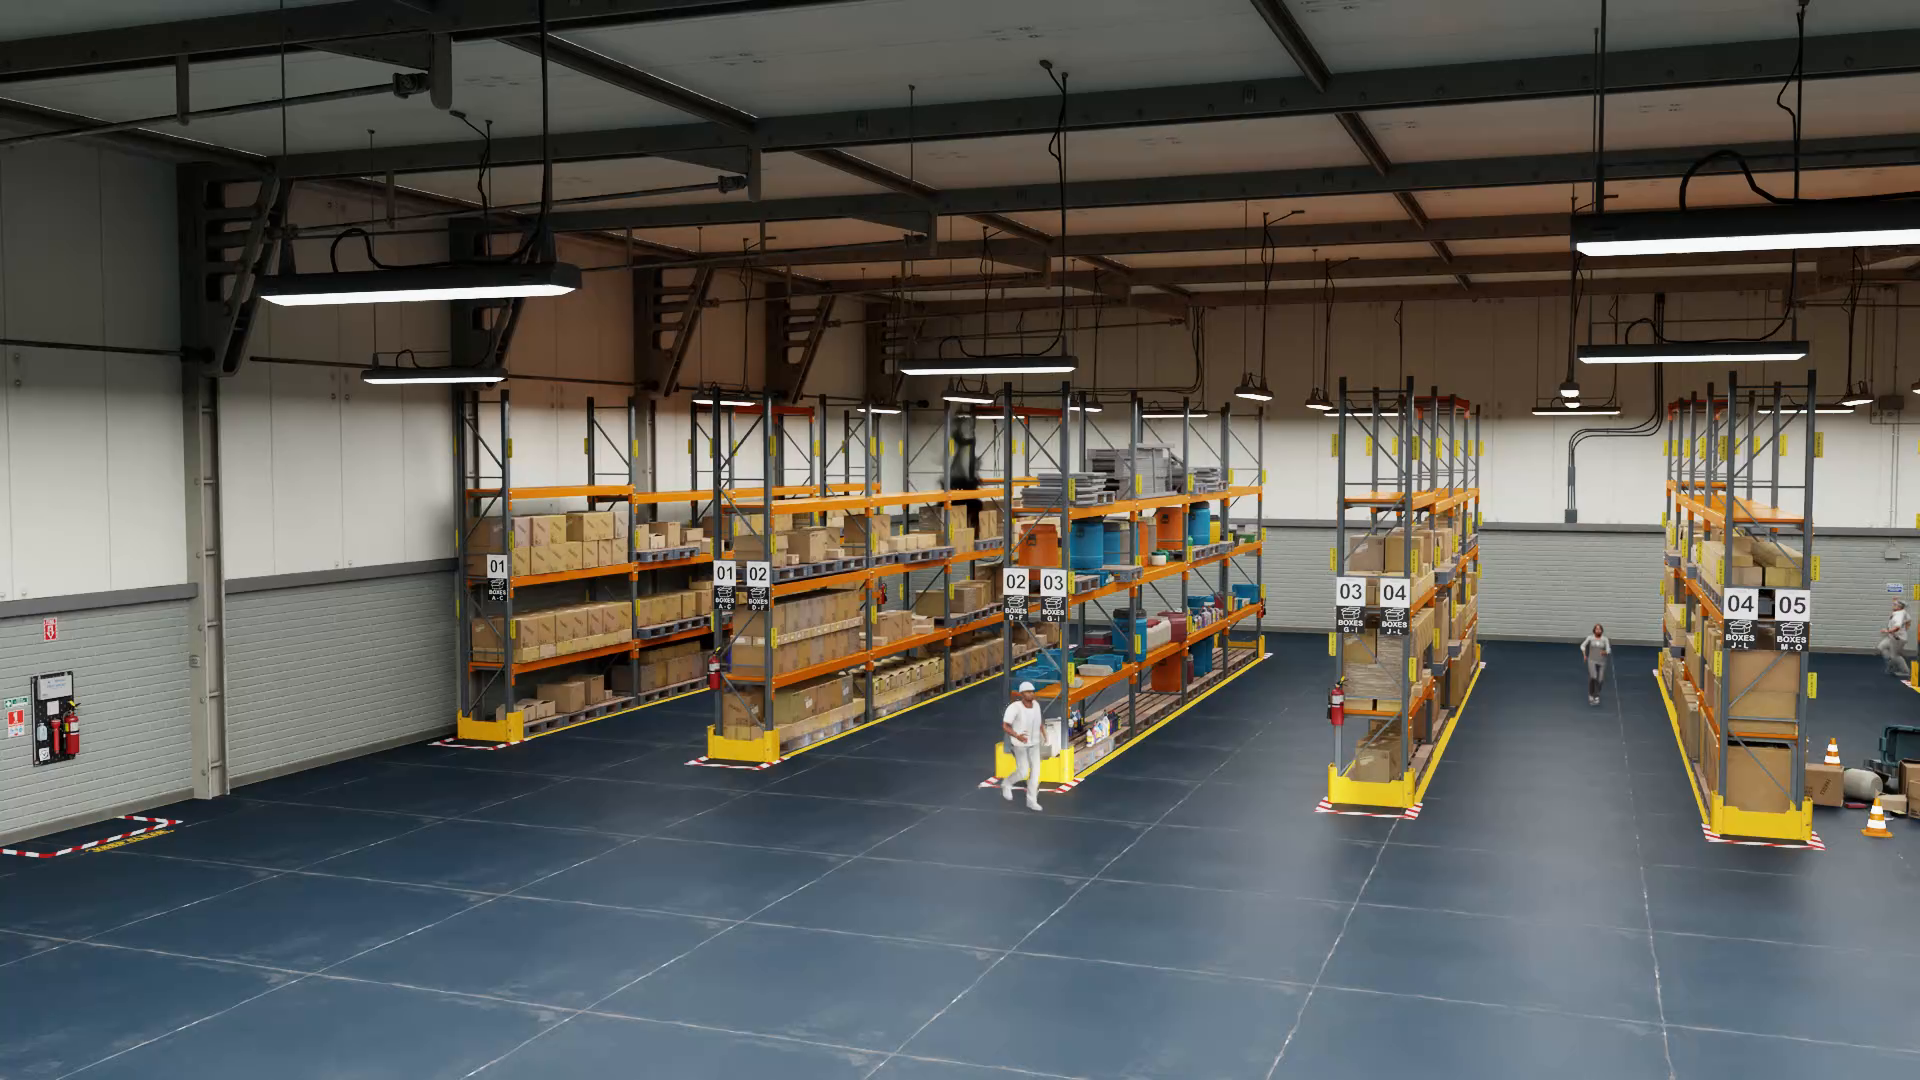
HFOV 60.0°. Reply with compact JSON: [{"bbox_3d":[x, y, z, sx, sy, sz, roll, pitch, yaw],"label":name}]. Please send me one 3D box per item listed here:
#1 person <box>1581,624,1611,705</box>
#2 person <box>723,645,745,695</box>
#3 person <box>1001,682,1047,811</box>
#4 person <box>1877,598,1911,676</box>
[{"bbox_3d":[12.360,2.418,32.334,0.475,1.586,0.656,1,3,11],"label":"person"},{"bbox_3d":[-4.065,2.540,30.060,0.569,1.683,0.690,1,3,18],"label":"person"},{"bbox_3d":[0.904,2.851,23.233,0.726,1.761,0.782,-2,4,-34],"label":"person"},{"bbox_3d":[20.438,2.121,36.354,0.644,1.716,0.666,2,4,27],"label":"person"}]
